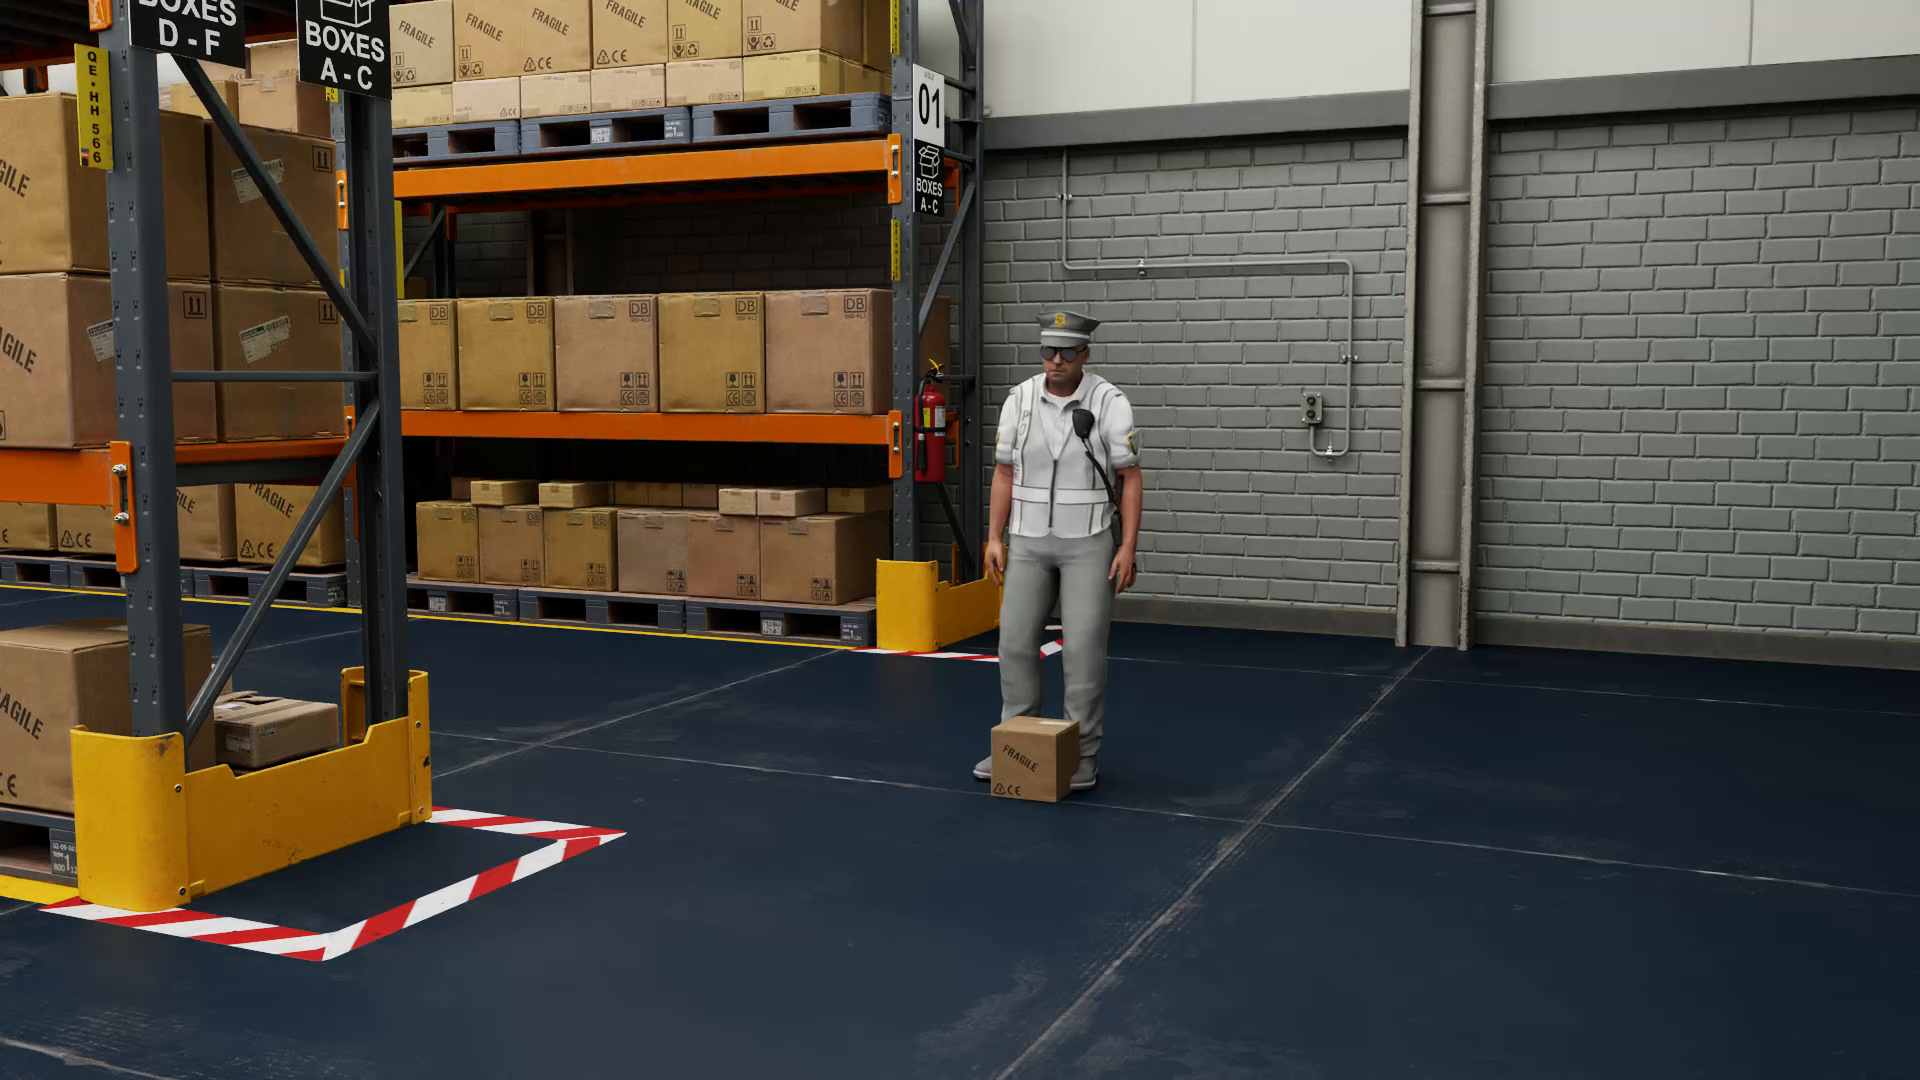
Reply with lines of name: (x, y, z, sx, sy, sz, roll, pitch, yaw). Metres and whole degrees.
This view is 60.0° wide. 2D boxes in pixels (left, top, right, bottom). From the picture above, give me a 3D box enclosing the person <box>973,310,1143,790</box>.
person: (0.376, 0.027, 6.220, 0.601, 1.747, 0.480, 2, 6, 20)
